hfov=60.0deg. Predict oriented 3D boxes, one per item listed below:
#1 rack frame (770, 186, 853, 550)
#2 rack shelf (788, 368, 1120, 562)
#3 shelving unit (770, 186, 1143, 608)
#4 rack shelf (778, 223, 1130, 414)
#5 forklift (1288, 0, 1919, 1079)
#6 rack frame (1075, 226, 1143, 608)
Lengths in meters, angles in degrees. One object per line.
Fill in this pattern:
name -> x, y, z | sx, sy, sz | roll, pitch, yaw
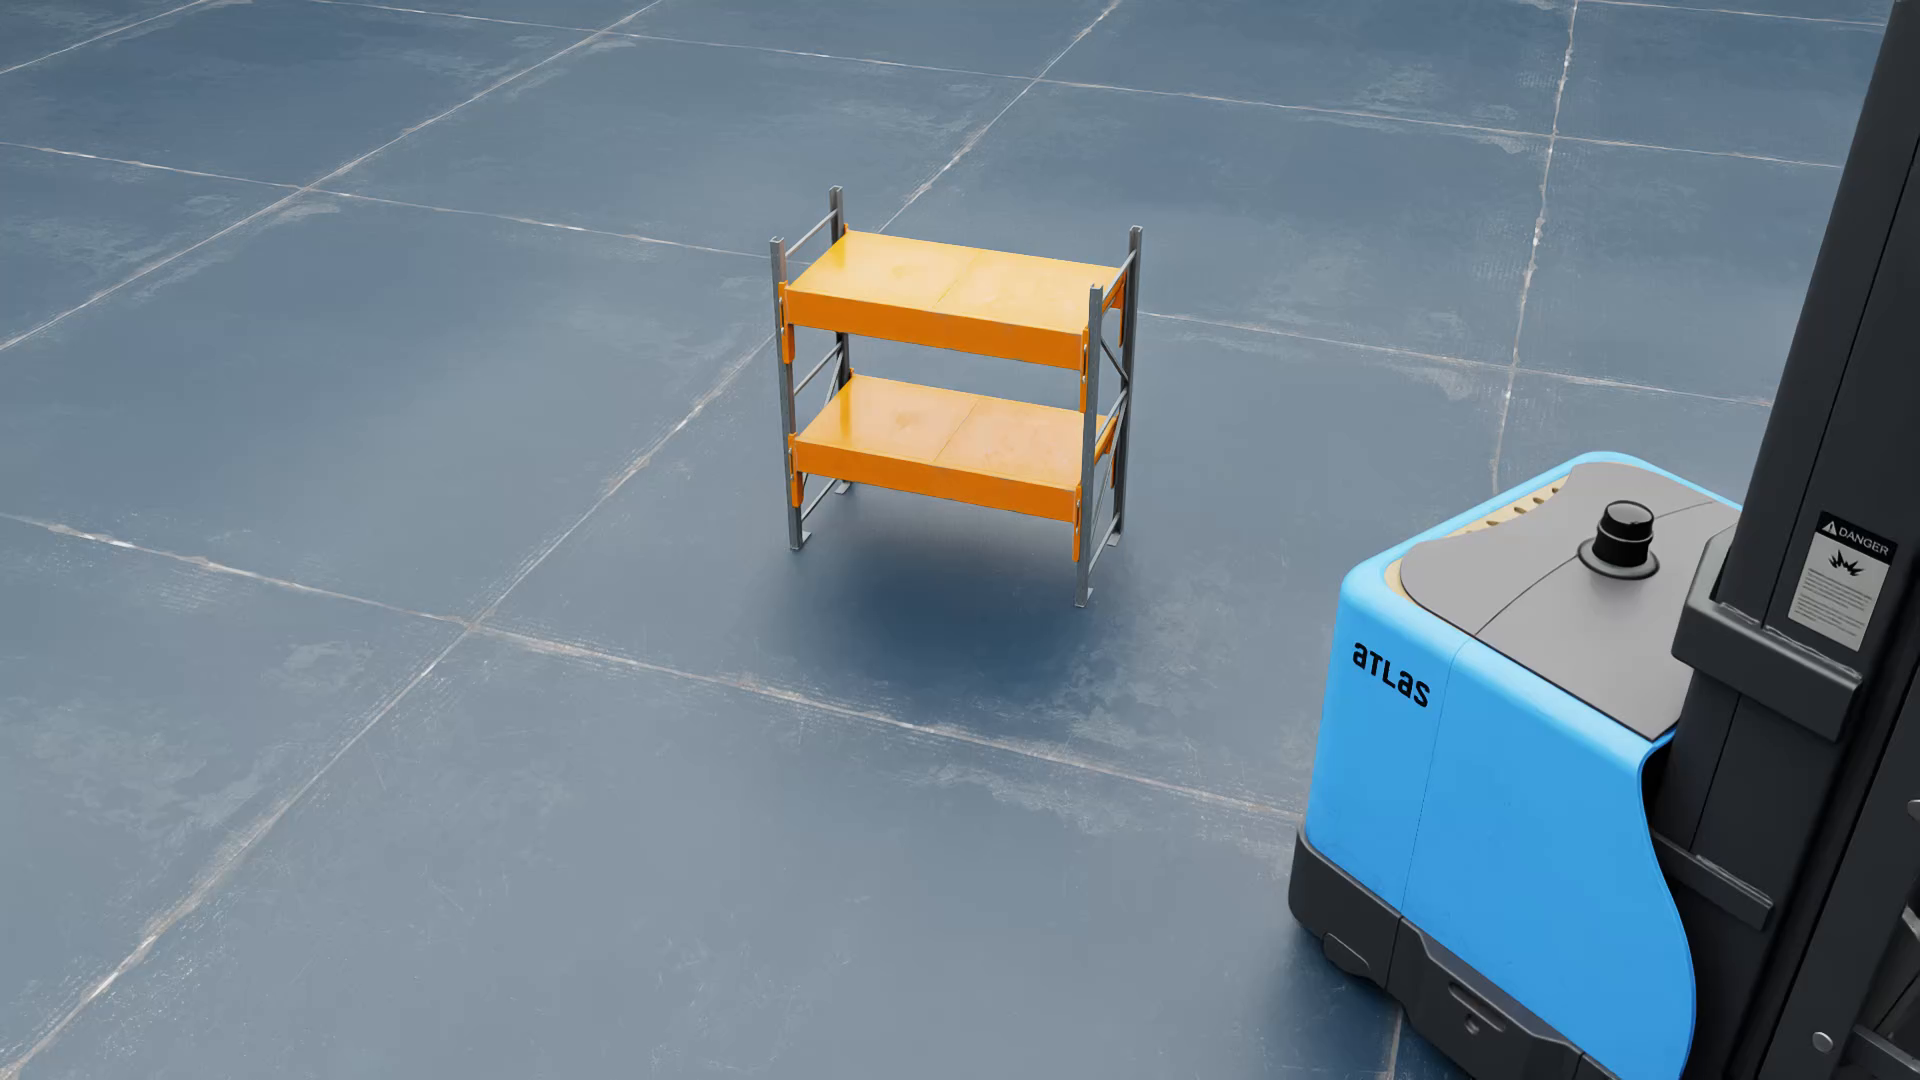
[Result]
rack frame -> -0.485, -0.567, 5.591 | 0.032, 1.125, 0.500 | 11, 34, 16
rack shelf -> -0.006, -0.268, 5.579 | 1.000, 0.278, 0.538 | 11, 34, 16
shelving unit -> -0.006, -0.474, 5.447 | 1.048, 1.125, 0.538 | 11, 34, 16
rack shelf -> -0.006, -0.720, 5.288 | 1.000, 0.278, 0.538 | 11, 34, 16
forklift -> 2.114, 0.222, 2.703 | 1.130, 2.935, 3.031 | -22, 39, -30
rack frame -> 0.472, -0.381, 5.303 | 0.032, 1.125, 0.500 | 11, 34, 16
